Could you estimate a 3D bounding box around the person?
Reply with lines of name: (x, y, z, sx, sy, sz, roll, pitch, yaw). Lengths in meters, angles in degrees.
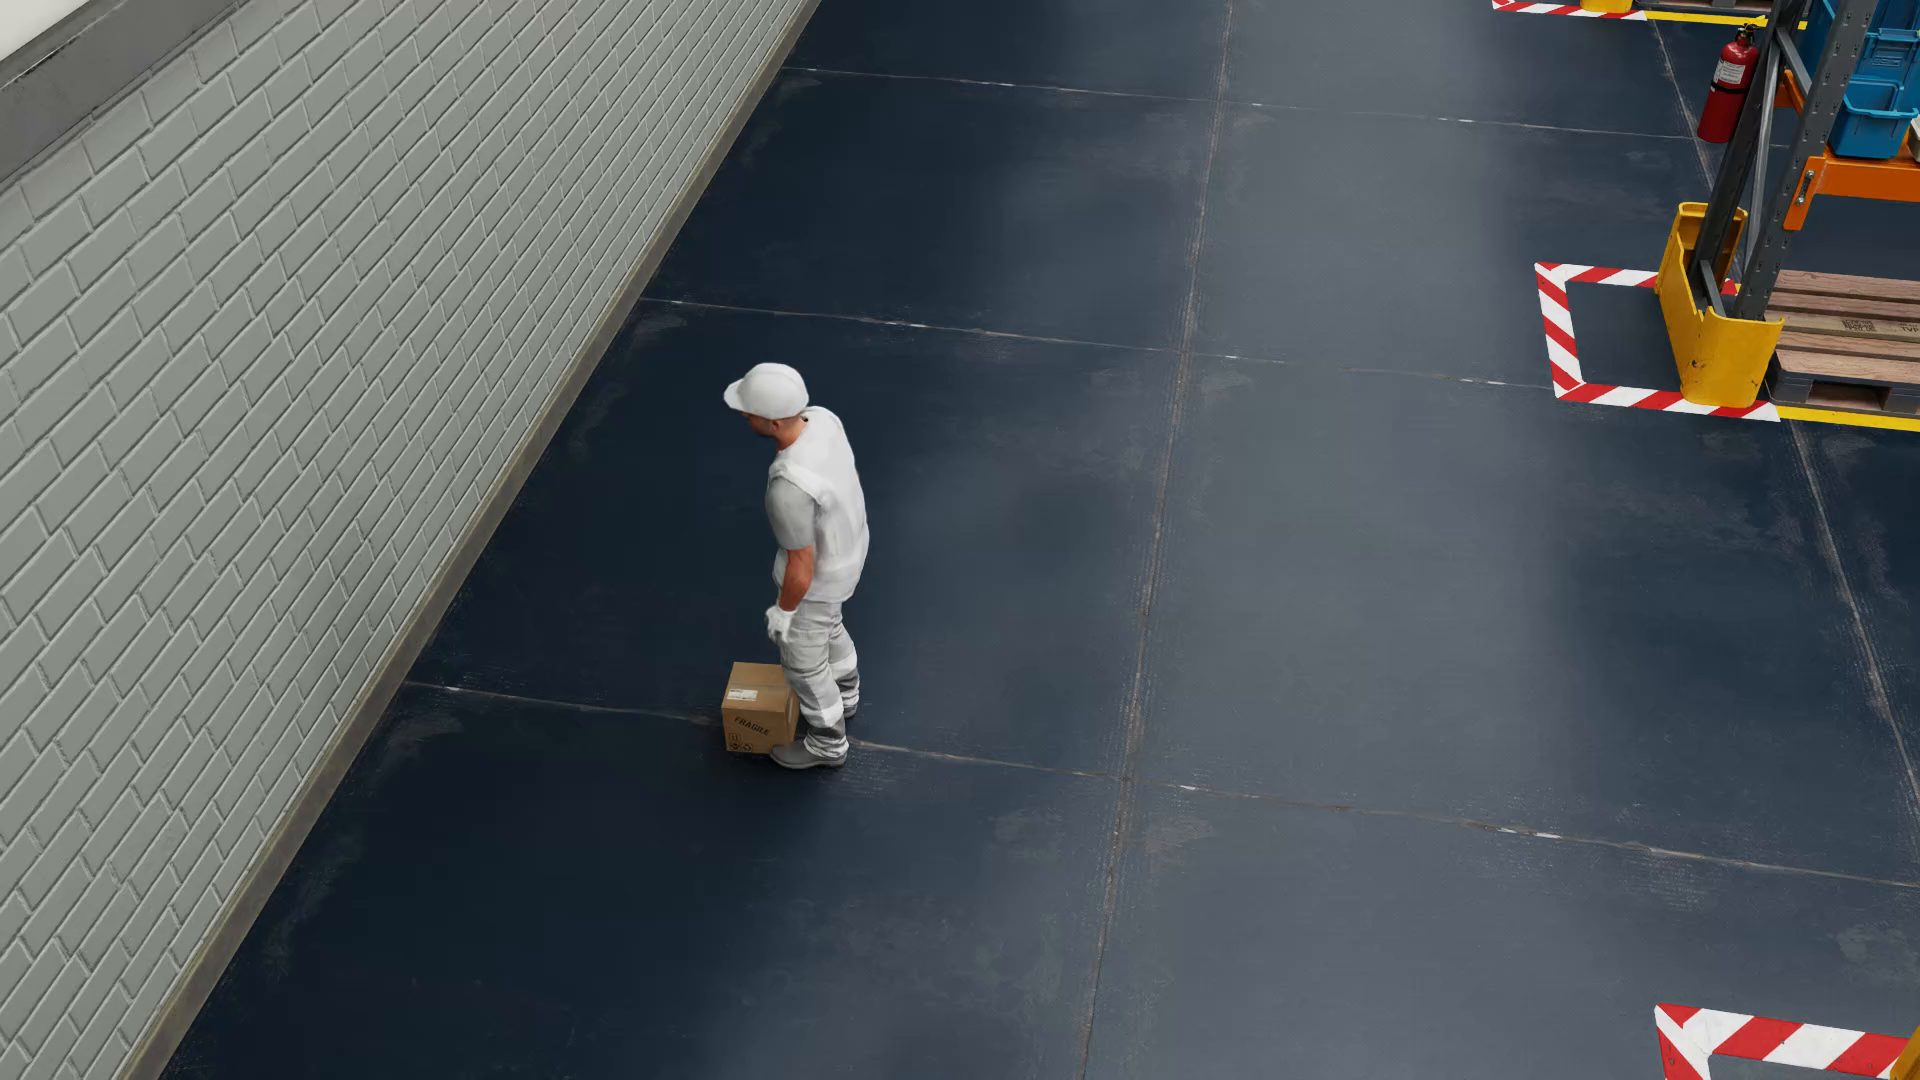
person: (-0.558, 0.105, 6.020, 0.449, 1.780, 0.607, 7, 41, 8)
